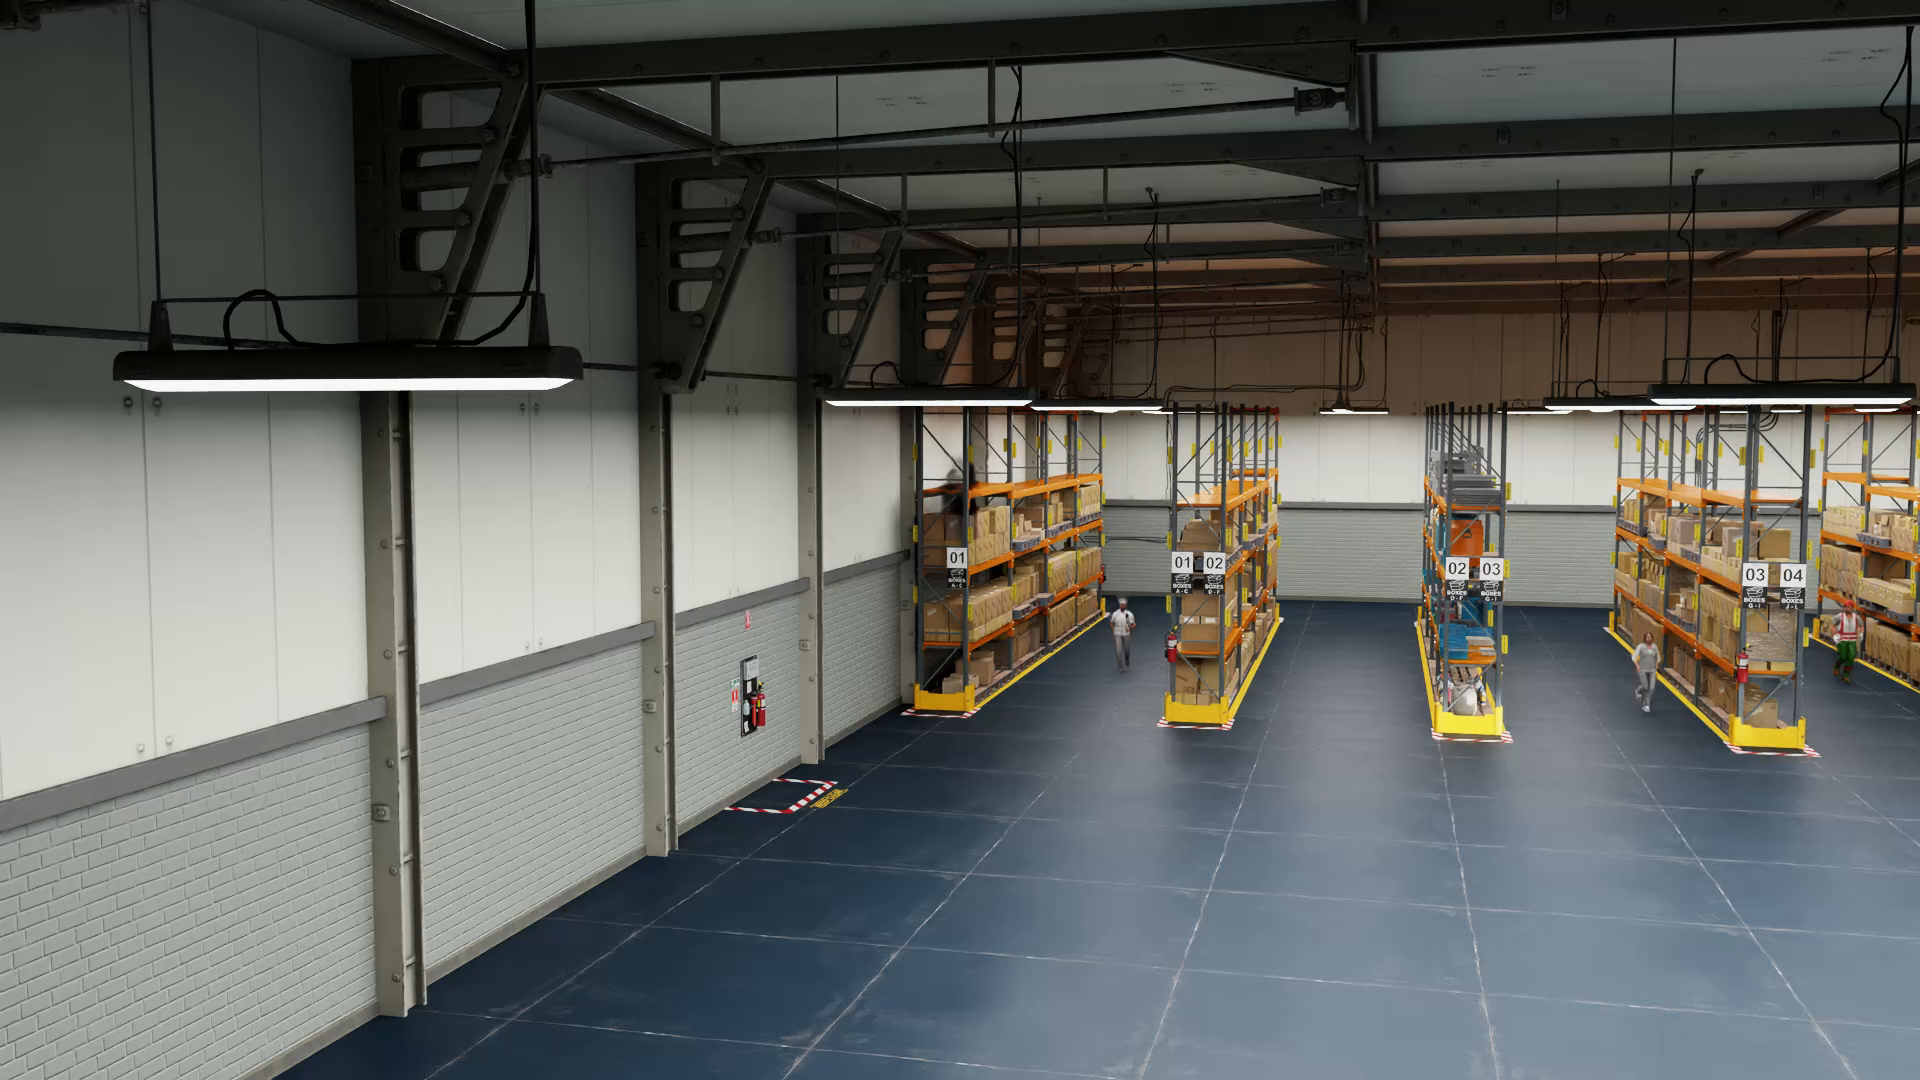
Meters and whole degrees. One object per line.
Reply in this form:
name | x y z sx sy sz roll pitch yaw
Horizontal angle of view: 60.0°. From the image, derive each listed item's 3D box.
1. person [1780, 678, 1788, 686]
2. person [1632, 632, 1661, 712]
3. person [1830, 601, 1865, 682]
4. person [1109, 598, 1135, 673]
person | 17.715 2.238 35.900 0.617 1.700 0.882 1 4 9
person | 13.396 2.559 32.438 0.538 1.557 0.549 0 4 6
person | 19.268 2.186 36.108 0.678 1.756 0.593 1 4 12
person | 3.641 2.134 37.405 0.581 1.650 0.658 1 4 10
